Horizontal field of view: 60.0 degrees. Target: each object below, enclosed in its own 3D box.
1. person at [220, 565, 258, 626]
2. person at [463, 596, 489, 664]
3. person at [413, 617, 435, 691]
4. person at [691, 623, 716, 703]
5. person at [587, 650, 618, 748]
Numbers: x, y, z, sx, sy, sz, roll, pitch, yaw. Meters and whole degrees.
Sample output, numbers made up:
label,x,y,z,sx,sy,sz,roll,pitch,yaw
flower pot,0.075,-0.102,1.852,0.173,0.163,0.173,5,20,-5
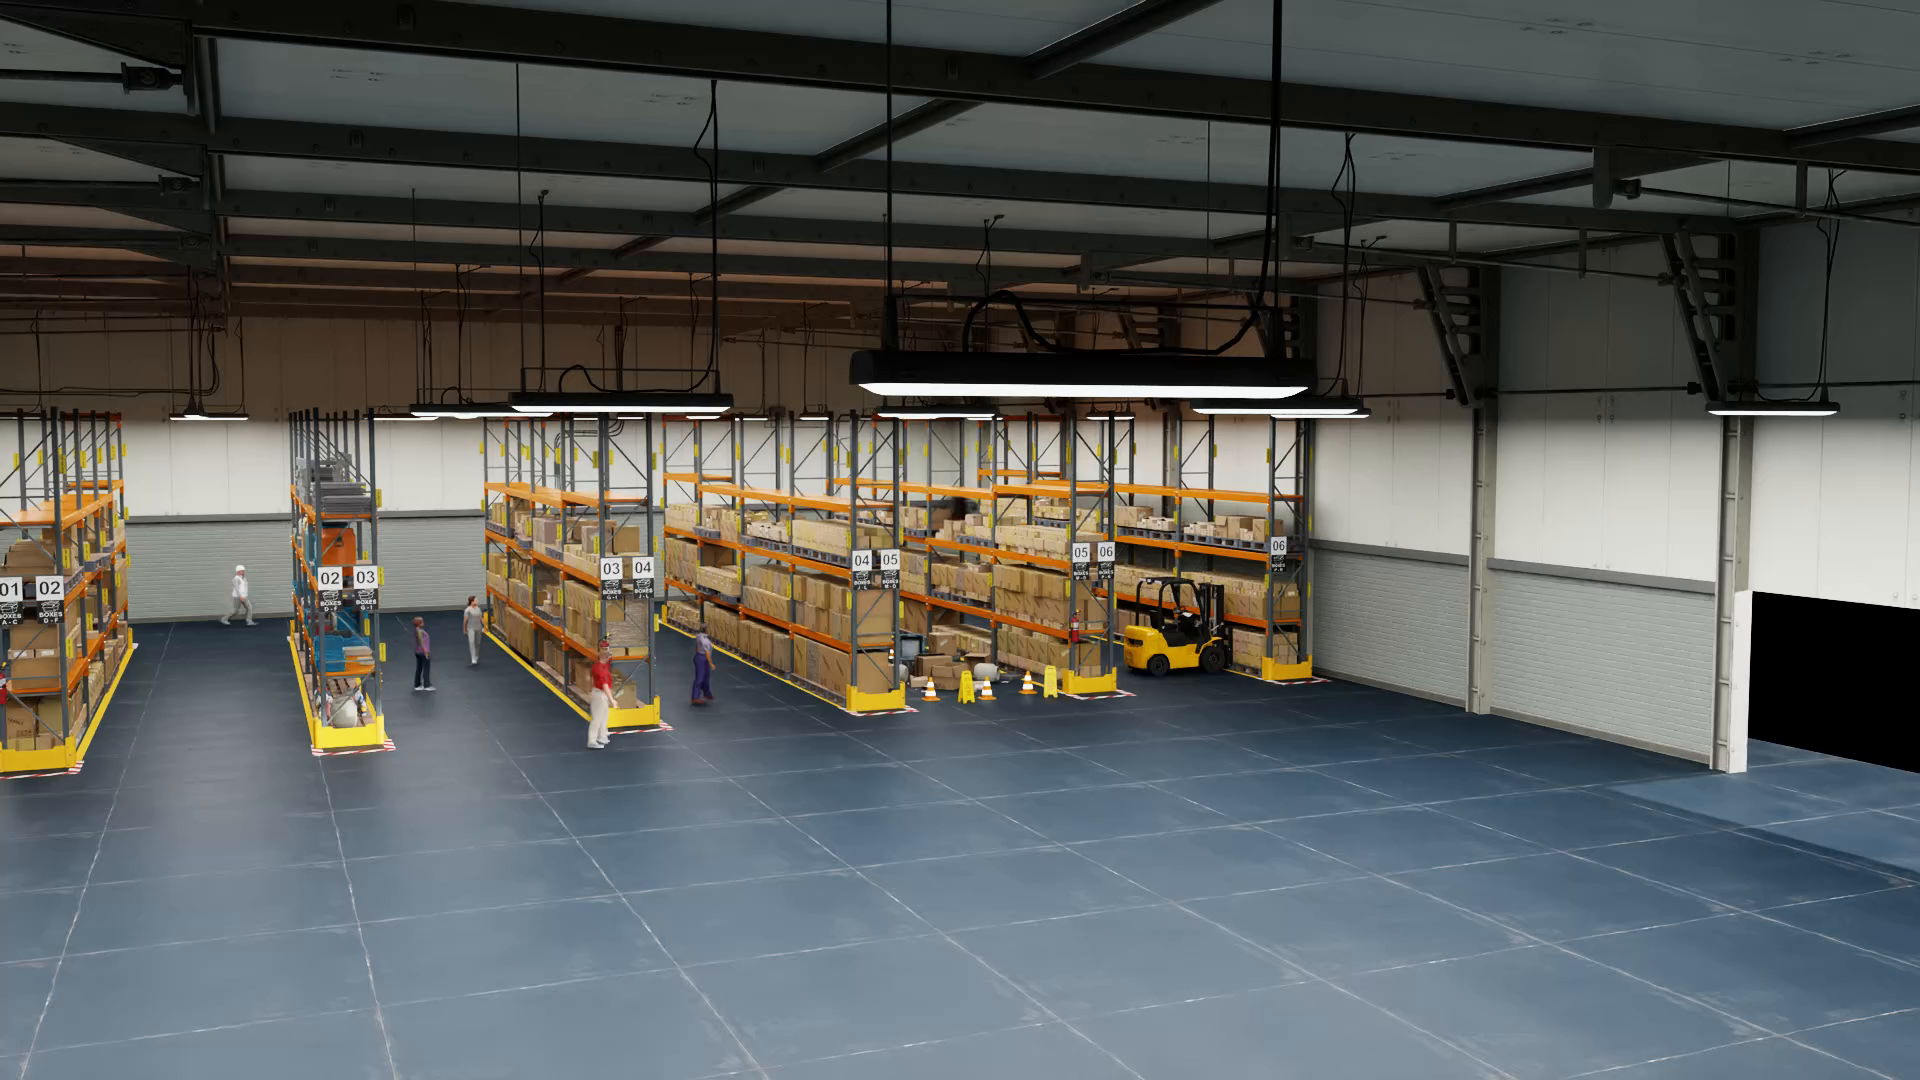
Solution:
label,x,y,z,sx,sy,sz,roll,pitch,yaw
person,-20.317,1.581,46.854,0.968,1.729,0.576,0,4,-2
person,-11.533,2.125,39.613,0.599,1.613,1.039,-2,4,-24
person,-11.452,2.429,35.544,0.399,1.588,0.479,-4,5,-42
person,-5.275,2.520,34.224,0.576,1.662,0.673,-1,4,-15
person,-6.373,2.837,29.545,0.552,1.784,0.709,-1,4,-16
